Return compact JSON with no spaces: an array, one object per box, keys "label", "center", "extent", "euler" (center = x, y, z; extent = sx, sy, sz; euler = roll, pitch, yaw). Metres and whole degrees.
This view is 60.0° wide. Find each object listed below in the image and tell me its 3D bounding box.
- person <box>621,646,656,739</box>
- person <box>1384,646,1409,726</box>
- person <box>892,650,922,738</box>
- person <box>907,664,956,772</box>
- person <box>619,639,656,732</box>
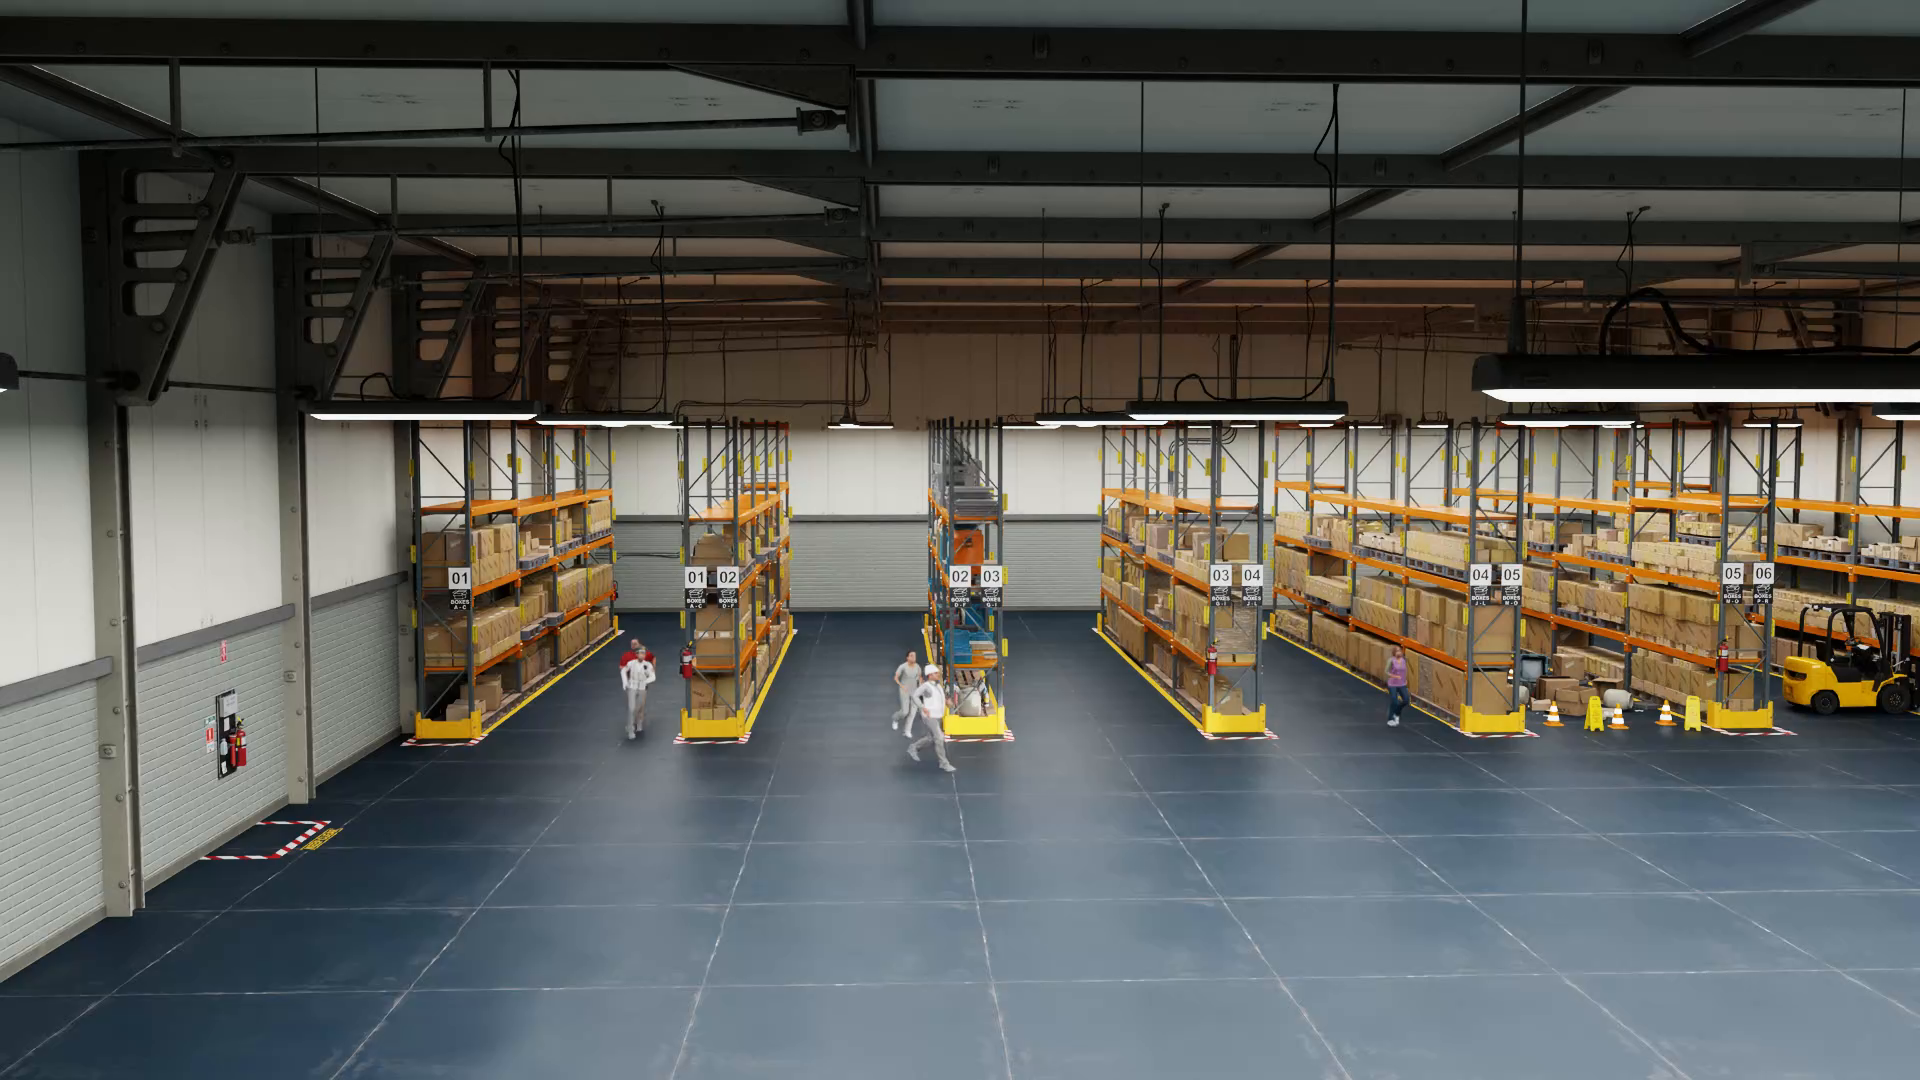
[{"label":"person","center":[-6.051,2.849,31.345],"extent":[0.605,1.713,0.764],"euler":[-1,4,-21]},{"label":"person","center":[8.484,2.825,32.169],"extent":[0.549,1.562,0.533],"euler":[-1,4,-18]},{"label":"person","center":[-0.983,2.873,31.388],"extent":[0.586,1.631,0.647],"euler":[-2,4,-28]},{"label":"person","center":[-0.484,2.994,28.150],"extent":[0.954,1.782,0.661],"euler":[2,4,23]},{"label":"person","center":[-6.223,2.773,32.100],"extent":[0.671,1.766,0.964],"euler":[0,4,1]}]
